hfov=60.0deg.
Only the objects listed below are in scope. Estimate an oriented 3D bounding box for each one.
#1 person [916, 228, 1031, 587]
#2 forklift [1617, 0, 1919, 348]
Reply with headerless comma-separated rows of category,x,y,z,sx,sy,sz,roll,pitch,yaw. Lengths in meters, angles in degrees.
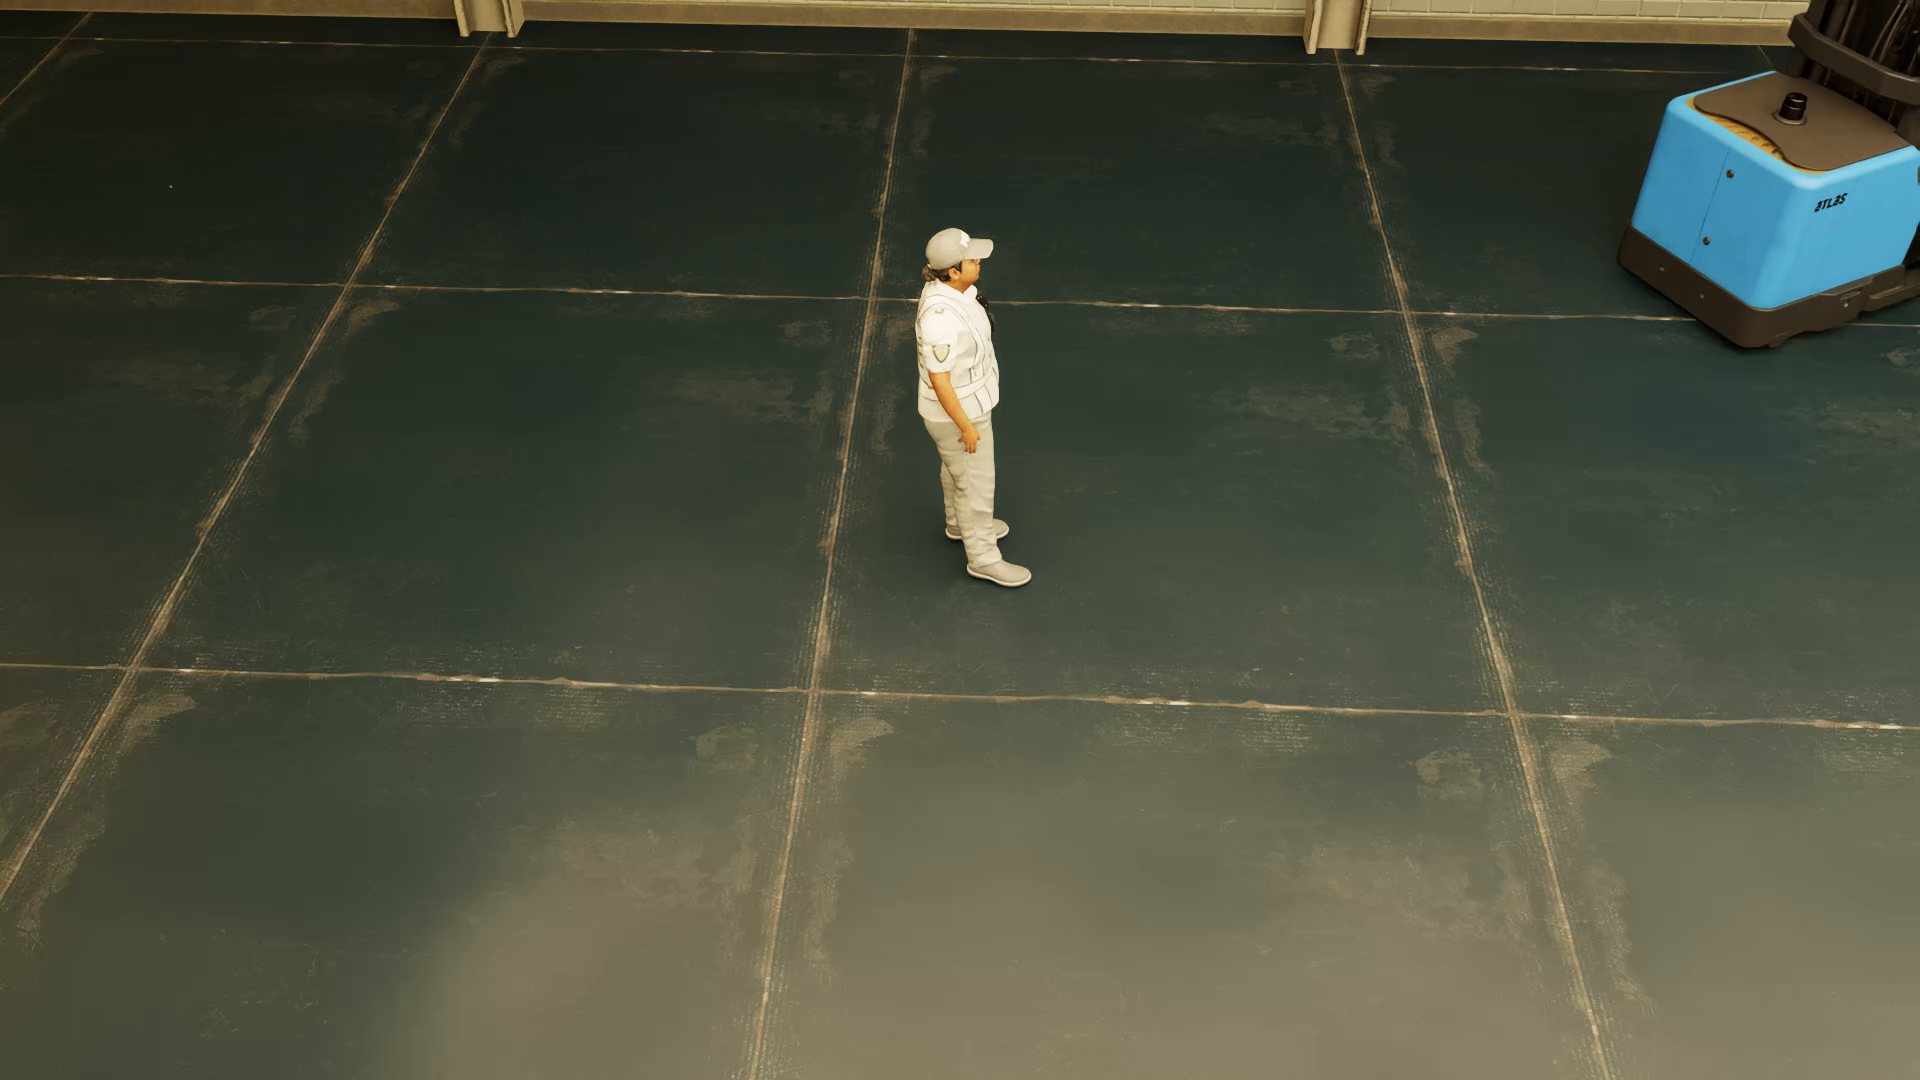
person,0.075,-0.603,7.330,0.529,1.670,0.598,2,42,2
forklift,5.337,-2.807,8.817,3.031,2.935,1.130,-18,46,-19
